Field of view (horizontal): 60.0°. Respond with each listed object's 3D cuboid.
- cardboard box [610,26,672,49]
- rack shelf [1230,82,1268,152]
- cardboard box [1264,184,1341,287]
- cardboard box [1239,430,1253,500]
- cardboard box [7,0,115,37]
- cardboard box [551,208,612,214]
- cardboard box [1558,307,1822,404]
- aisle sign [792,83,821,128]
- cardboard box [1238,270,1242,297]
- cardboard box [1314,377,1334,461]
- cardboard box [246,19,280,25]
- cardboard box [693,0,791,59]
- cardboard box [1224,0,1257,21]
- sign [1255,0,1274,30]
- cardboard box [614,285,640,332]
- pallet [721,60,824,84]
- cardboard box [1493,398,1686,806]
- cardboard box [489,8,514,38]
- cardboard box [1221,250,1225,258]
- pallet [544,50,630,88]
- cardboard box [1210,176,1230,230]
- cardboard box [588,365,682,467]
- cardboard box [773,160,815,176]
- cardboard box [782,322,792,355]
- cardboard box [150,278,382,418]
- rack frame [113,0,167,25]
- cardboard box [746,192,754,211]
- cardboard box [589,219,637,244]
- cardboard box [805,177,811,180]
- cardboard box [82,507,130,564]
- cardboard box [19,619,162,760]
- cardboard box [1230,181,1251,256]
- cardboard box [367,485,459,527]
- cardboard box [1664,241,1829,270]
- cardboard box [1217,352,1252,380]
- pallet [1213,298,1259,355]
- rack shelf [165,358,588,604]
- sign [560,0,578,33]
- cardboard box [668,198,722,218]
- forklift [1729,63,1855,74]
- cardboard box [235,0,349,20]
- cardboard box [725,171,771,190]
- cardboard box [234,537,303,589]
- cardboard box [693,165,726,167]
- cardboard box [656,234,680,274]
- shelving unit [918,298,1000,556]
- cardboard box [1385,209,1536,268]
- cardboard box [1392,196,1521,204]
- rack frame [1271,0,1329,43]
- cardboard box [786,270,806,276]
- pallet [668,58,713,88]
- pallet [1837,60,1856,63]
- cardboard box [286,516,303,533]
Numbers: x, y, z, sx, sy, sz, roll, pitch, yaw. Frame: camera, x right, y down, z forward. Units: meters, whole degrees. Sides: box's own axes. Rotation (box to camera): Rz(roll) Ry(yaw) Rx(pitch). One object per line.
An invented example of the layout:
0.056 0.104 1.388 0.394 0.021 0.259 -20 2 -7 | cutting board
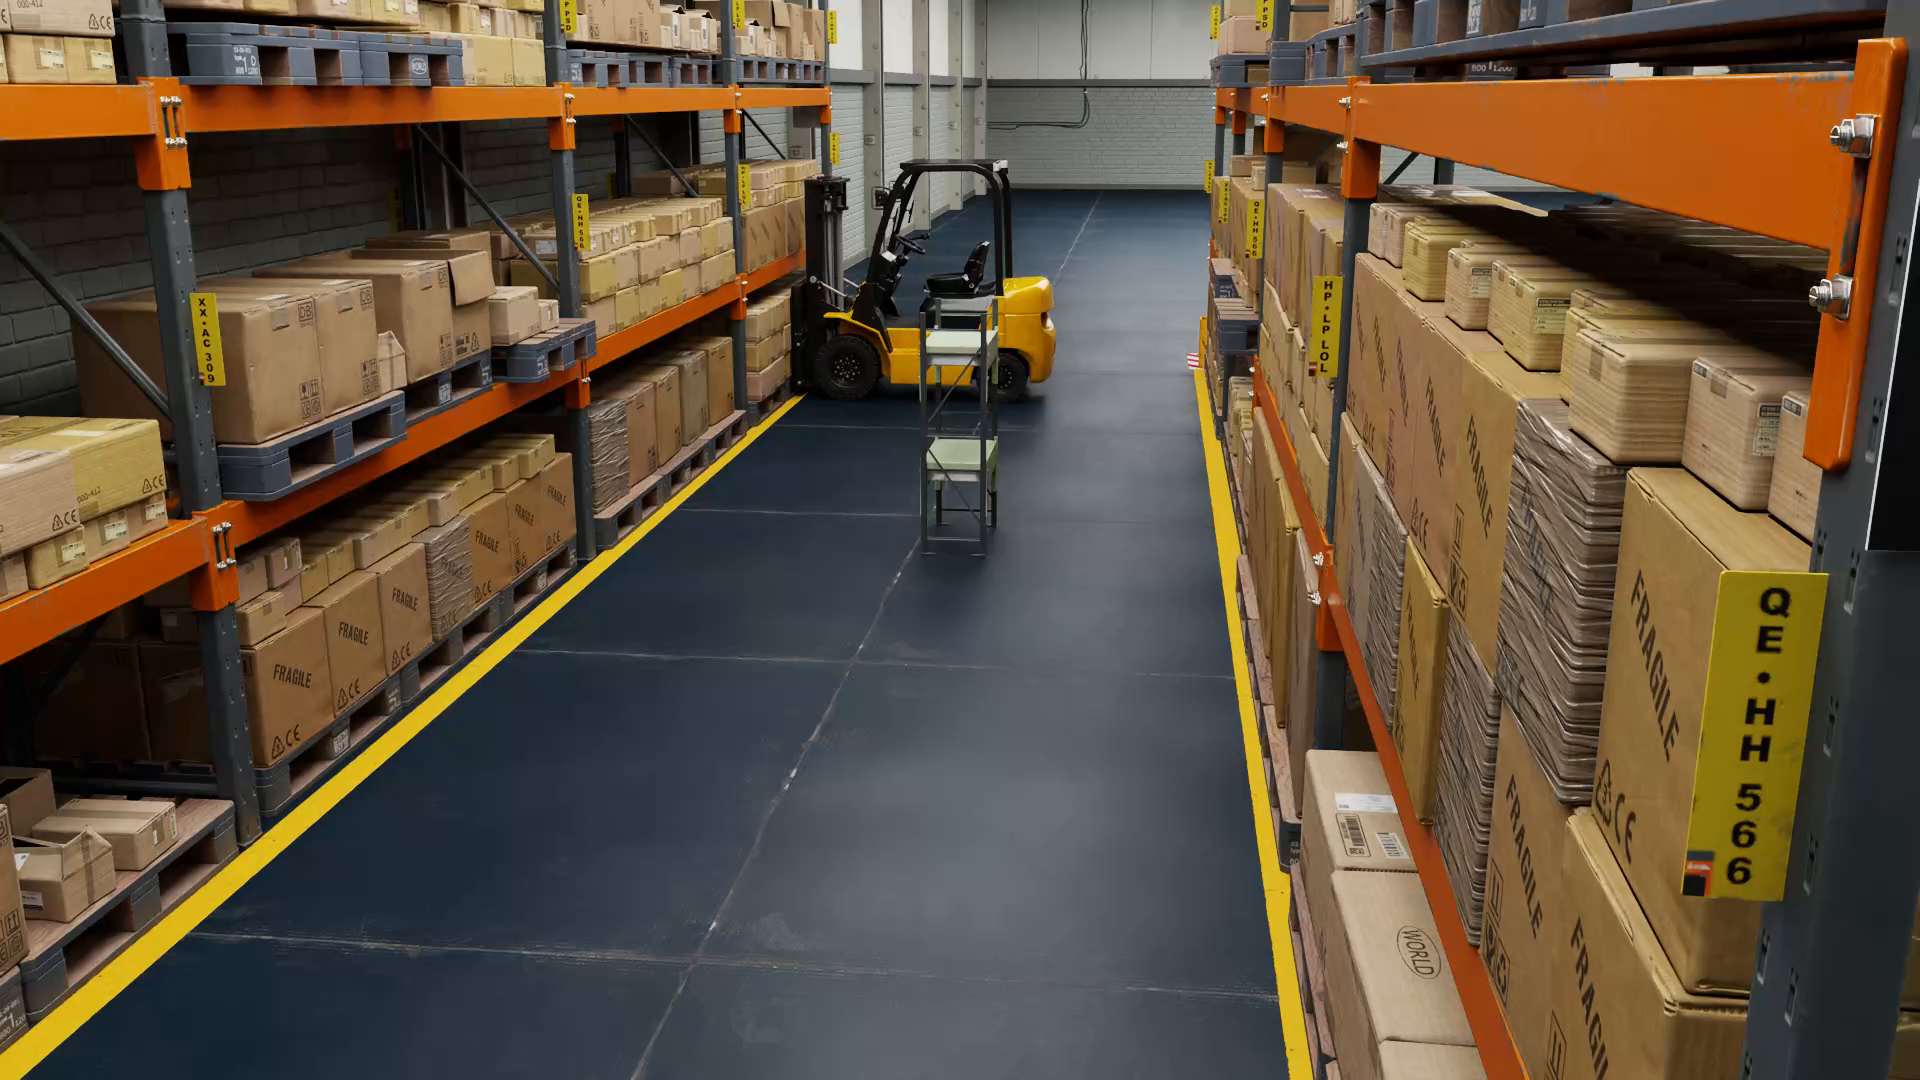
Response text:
-2.206 -3.461 11.456 0.380 0.149 0.250 2 15 6 | cardboard box
2.410 -2.815 10.957 1.077 0.370 4.000 2 15 6 | rack shelf
1.885 -1.605 8.746 0.500 0.500 0.500 1 15 4 | cardboard box
2.333 -0.467 10.874 0.950 0.372 0.625 1 15 5 | cardboard box
-3.005 -1.690 5.135 0.500 0.250 0.500 2 15 6 | cardboard box
-2.746 -2.325 12.081 0.380 0.149 0.250 2 15 6 | cardboard box
1.142 -0.264 2.540 0.380 0.149 0.250 2 15 8 | cardboard box
-1.547 -4.679 17.238 0.394 0.787 0.004 2 15 6 | aisle sign
1.983 -1.644 10.672 0.380 0.149 0.250 2 15 7 | cardboard box
1.541 -0.448 5.903 0.500 0.250 0.500 2 15 6 | cardboard box
-3.178 -2.301 7.163 0.380 0.149 0.250 2 15 7 | cardboard box
-1.972 -4.629 15.094 0.797 0.503 0.637 2 15 8 | cardboard box
2.125 -3.783 11.685 0.500 0.250 0.500 1 15 5 | cardboard box
1.645 -2.909 8.938 0.100 0.325 0.005 2 15 6 | sign
-2.394 -1.506 10.773 0.500 0.250 0.500 1 15 5 | cardboard box
-1.951 -4.638 16.491 1.003 0.211 1.213 2 15 6 | pallet
1.129 0.080 2.512 0.500 0.500 0.500 2 15 6 | cardboard box
-2.598 -2.743 8.836 0.380 0.149 0.250 1 15 5 | cardboard box
2.480 -2.467 14.522 0.380 0.149 0.250 1 15 5 | cardboard box
-2.761 -2.876 10.167 1.213 0.211 1.003 2 15 9 | pallet
2.758 -3.347 16.533 0.500 0.500 0.500 1 15 5 | cardboard box
-2.523 -0.903 11.998 0.875 0.625 0.625 1 15 4 | cardboard box
-1.674 -3.756 16.803 0.380 0.149 0.250 2 15 6 | cardboard box
-1.813 -1.872 15.343 0.500 0.250 0.500 2 15 6 | cardboard box
-2.865 -0.807 6.905 0.700 0.500 0.500 2 15 7 | cardboard box
-3.200 -3.199 5.253 1.000 3.000 0.127 2 15 6 | rack frame
-1.972 -2.881 14.138 0.380 0.149 0.250 2 15 8 | cardboard box
-2.372 -2.047 11.051 0.380 0.149 0.250 2 15 7 | cardboard box
-1.696 -3.546 16.595 0.380 0.149 0.250 2 15 7 | cardboard box
-2.993 -0.024 5.484 0.380 0.149 0.250 2 15 8 | cardboard box
-3.438 0.565 6.811 0.500 0.500 0.500 2 15 6 | cardboard box
2.172 -2.256 11.694 0.500 0.500 0.500 2 15 6 | cardboard box
-2.730 -0.171 8.290 0.380 0.149 0.250 1 15 4 | cardboard box
1.807 -0.583 3.722 0.380 0.149 0.250 1 15 5 | cardboard box
2.435 -1.631 13.976 0.500 0.500 0.500 1 15 5 | cardboard box
2.159 -1.291 10.056 1.213 0.211 1.003 2 15 6 | pallet
-2.974 -0.475 8.049 1.077 0.370 4.000 2 15 6 | rack shelf
-2.210 -3.022 9.353 0.100 0.325 0.005 2 15 6 | sign
-2.115 -2.644 13.260 0.380 0.149 0.250 2 15 8 | cardboard box
4.951 -1.462 10.455 1.130 2.935 3.031 2 15 7 | forklift
-2.663 -2.144 6.584 0.380 0.149 0.250 2 15 7 | cardboard box
-1.876 -3.158 14.589 0.380 0.149 0.250 2 15 8 | cardboard box
-2.913 0.090 6.754 0.380 0.149 0.250 1 15 4 | cardboard box
-2.299 -3.439 15.631 0.380 0.149 0.250 2 15 7 | cardboard box
-2.288 -2.016 11.699 0.500 0.250 0.500 2 15 7 | cardboard box
0.001 -0.726 10.473 0.431 1.500 0.755 2 15 6 | shelving unit
1.426 -0.861 4.749 0.380 0.149 0.250 2 15 7 | cardboard box
2.273 -1.322 7.699 0.500 0.500 0.500 2 15 6 | cardboard box
2.184 -4.091 8.553 1.000 3.000 0.127 2 15 6 | rack frame
-1.588 -2.645 17.244 0.500 0.250 0.500 2 15 8 | cardboard box
-2.384 -3.504 12.496 0.805 0.209 1.217 1 15 4 | pallet
7.668 -3.730 13.134 1.003 0.211 1.213 2 15 6 | pallet
-3.341 -0.053 7.854 0.380 0.149 0.250 2 15 7 | cardboard box
